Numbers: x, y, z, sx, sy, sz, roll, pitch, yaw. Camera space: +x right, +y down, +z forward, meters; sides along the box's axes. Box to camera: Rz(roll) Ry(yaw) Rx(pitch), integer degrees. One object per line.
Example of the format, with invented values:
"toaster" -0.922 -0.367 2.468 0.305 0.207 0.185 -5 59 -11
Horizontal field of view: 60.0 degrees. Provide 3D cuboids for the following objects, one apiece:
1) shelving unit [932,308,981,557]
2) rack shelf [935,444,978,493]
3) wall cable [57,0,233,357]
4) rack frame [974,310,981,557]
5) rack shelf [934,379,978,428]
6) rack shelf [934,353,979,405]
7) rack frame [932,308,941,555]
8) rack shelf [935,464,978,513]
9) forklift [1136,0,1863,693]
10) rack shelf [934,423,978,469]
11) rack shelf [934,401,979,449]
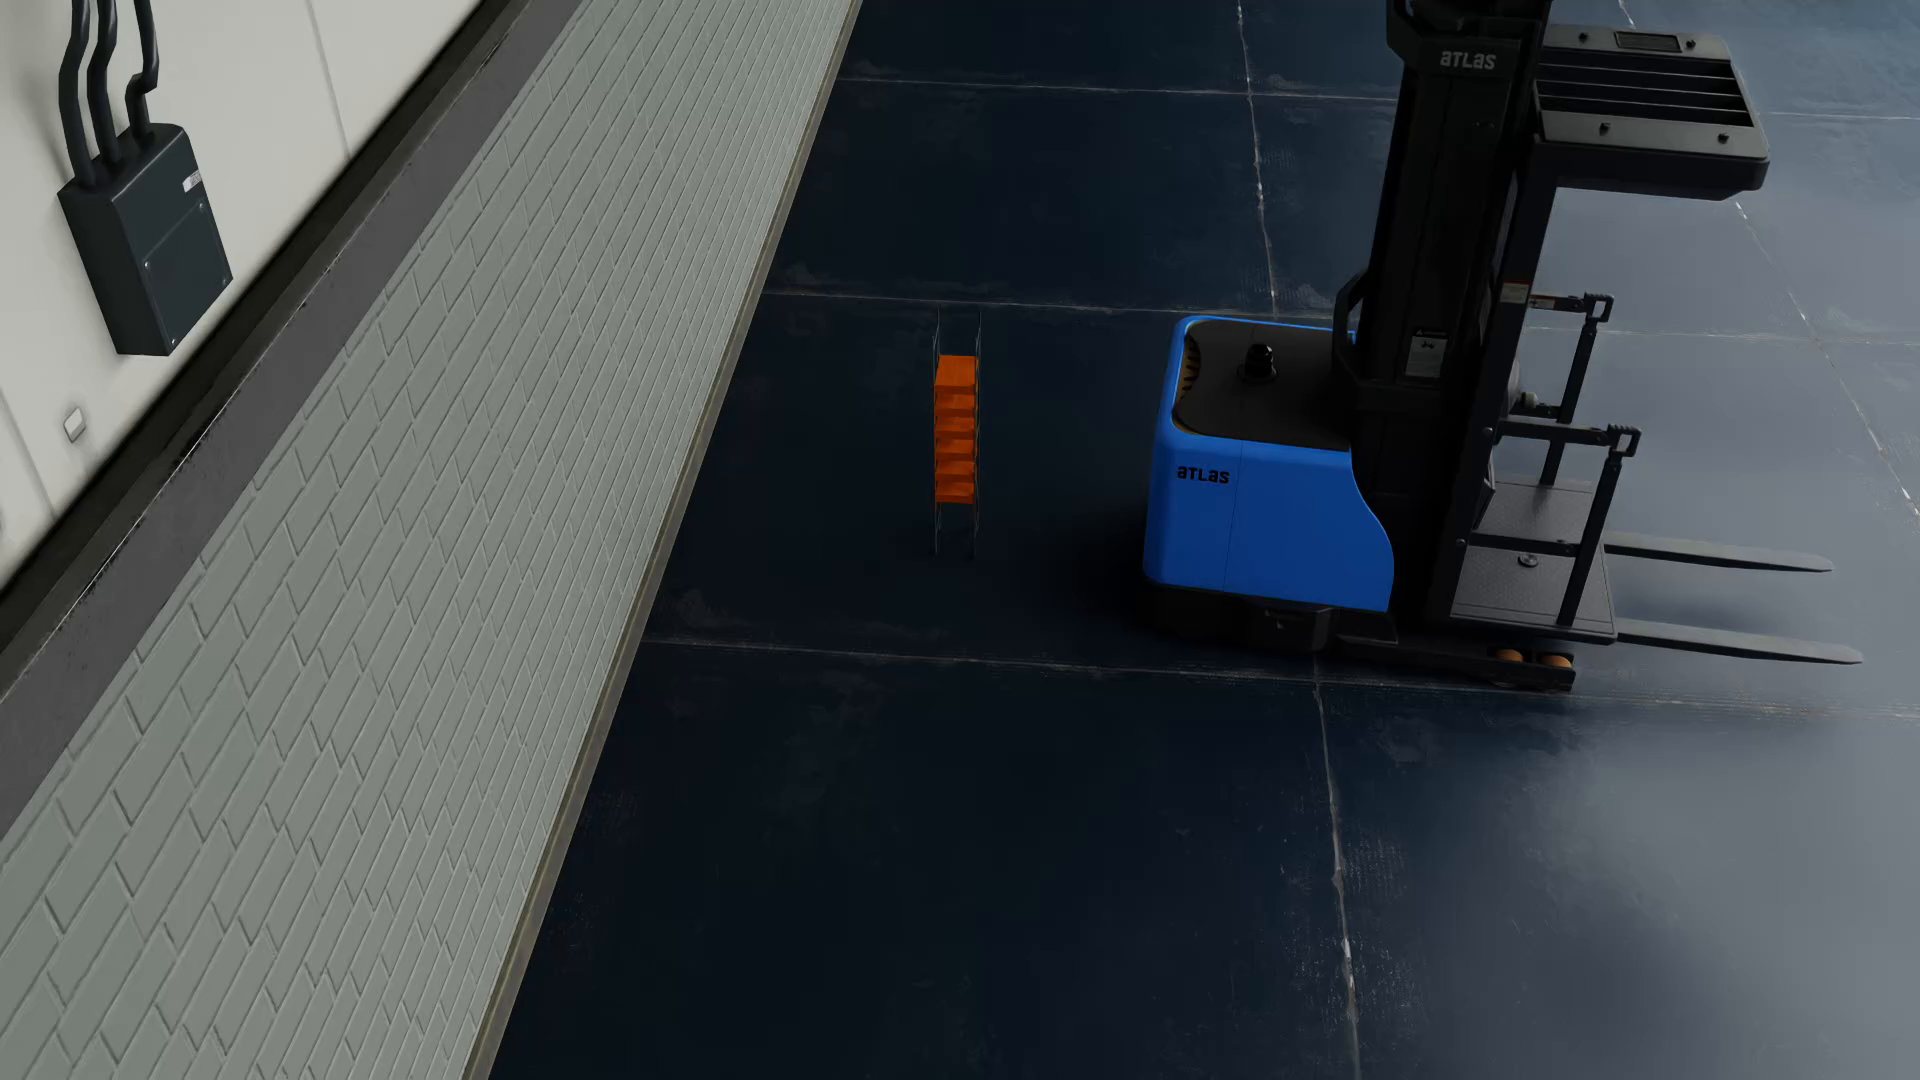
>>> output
"shelving unit" -0.014 -0.466 7.543 0.189 1.200 0.258 3 39 4
"rack shelf" -0.014 -0.339 7.646 0.180 0.103 0.258 3 39 4
"wall cable" -1.506 -3.418 2.297 0.169 6.003 2.305 3 39 4
"rack frame" 0.077 -0.461 7.537 0.006 1.200 0.240 3 39 4
"rack shelf" -0.014 -0.618 7.419 0.180 0.103 0.258 3 39 4
"rack shelf" -0.014 -0.711 7.343 0.180 0.103 0.258 3 39 4
"rack frame" -0.106 -0.471 7.549 0.006 1.200 0.240 3 39 4
"rack shelf" -0.014 -0.246 7.722 0.180 0.103 0.258 3 39 4
"forklift" 2.353 -0.848 6.641 3.031 2.935 1.130 7 40 9
"rack shelf" -0.014 -0.432 7.571 0.180 0.103 0.258 3 39 4
"rack shelf" -0.014 -0.525 7.495 0.180 0.103 0.258 3 39 4
